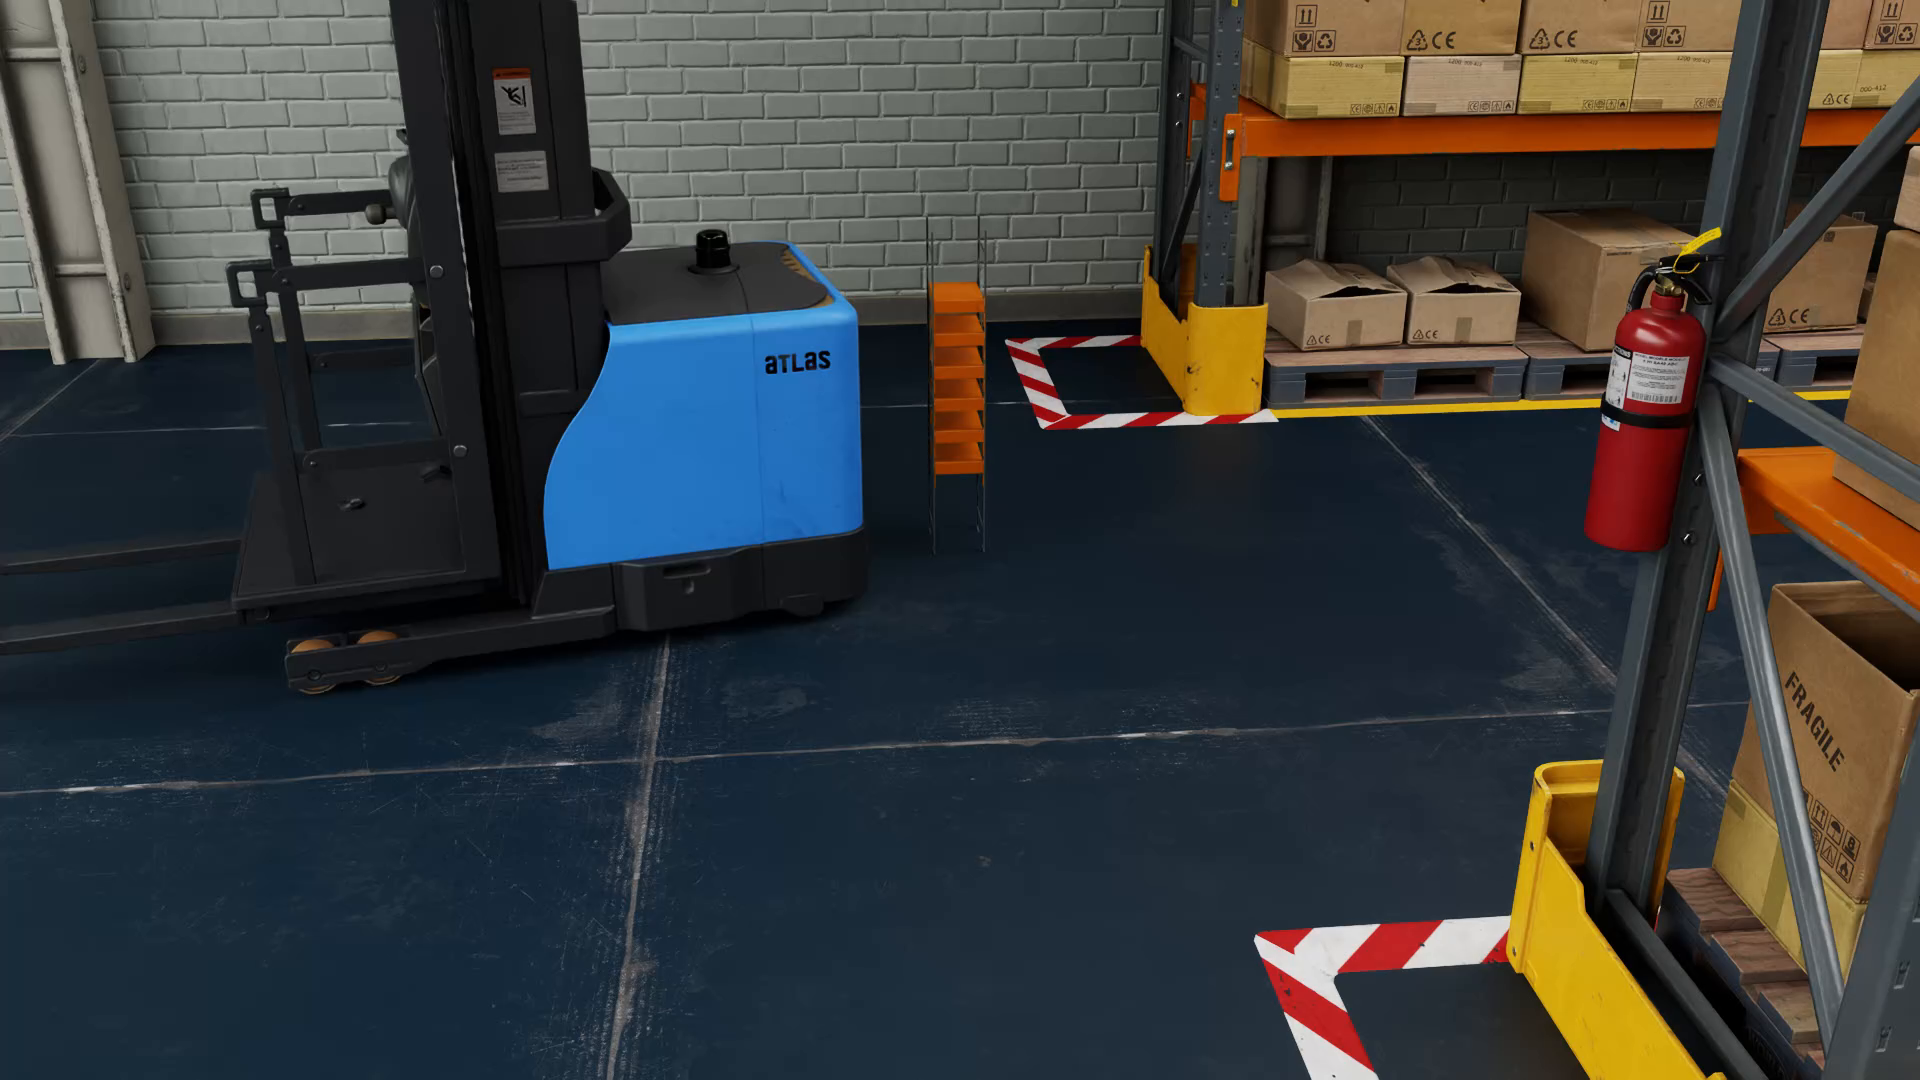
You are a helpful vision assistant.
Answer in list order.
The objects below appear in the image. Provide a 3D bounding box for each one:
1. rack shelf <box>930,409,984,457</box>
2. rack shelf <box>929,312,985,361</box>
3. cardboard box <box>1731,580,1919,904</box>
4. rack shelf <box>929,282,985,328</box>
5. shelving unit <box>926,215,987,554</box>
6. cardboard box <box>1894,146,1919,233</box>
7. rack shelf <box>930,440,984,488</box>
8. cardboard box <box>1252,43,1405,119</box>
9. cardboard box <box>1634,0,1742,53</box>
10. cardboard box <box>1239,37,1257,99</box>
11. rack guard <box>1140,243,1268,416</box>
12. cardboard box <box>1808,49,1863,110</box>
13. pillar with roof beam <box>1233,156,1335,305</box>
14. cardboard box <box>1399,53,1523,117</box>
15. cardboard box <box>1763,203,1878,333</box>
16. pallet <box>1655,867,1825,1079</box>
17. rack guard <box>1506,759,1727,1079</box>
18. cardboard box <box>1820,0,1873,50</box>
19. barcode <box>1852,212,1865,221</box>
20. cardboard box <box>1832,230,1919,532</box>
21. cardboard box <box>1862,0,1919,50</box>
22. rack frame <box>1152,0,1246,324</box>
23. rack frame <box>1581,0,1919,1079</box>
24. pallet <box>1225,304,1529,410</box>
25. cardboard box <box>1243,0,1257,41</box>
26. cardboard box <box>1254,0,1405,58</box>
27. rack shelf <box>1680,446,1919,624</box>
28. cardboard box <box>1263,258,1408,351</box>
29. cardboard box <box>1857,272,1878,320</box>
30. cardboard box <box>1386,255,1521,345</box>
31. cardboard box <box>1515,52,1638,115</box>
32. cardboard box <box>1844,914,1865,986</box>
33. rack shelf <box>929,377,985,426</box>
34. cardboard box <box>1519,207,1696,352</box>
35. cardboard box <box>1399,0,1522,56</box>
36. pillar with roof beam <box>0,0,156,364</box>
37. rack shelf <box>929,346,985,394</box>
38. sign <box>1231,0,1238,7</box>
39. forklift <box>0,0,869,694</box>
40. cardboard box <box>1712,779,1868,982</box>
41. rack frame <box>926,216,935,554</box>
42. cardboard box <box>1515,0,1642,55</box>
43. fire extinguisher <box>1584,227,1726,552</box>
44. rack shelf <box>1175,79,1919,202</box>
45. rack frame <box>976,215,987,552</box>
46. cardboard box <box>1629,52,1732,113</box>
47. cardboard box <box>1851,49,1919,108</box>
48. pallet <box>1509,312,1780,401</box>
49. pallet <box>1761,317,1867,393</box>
[{"bbox_3d":[-0.014,-0.397,6.072,0.180,0.103,0.258,-2,24,-5],"label":"rack shelf"},{"bbox_3d":[-0.014,-0.726,5.926,0.180,0.103,0.258,-2,24,-5],"label":"rack shelf"},{"bbox_3d":[2.066,0.414,3.570,0.500,0.500,0.500,-2,24,-5],"label":"cardboard box"},{"bbox_3d":[-0.014,-0.836,5.877,0.180,0.103,0.258,-2,24,-5],"label":"rack shelf"},{"bbox_3d":[-0.014,-0.548,6.005,0.189,1.200,0.258,-2,24,-5],"label":"shelving unit"},{"bbox_3d":[1.923,-0.601,2.986,0.250,0.149,0.380,-3,24,-6],"label":"cardboard box"},{"bbox_3d":[-0.014,-0.288,6.121,0.180,0.103,0.258,-2,24,-5],"label":"rack shelf"},{"bbox_3d":[1.588,-2.000,7.217,0.500,0.250,0.500,-3,24,-7],"label":"cardboard box"},{"bbox_3d":[3.096,-2.408,7.212,0.500,0.500,0.500,-2,24,-3],"label":"cardboard box"},{"bbox_3d":[1.517,-2.206,7.680,0.500,0.250,0.500,-2,24,-4],"label":"cardboard box"},{"bbox_3d":[1.147,-1.029,7.950,0.348,0.500,1.175,-2,24,-5],"label":"rack guard"},{"bbox_3d":[3.614,-2.084,7.406,0.500,0.250,0.500,-2,24,-5],"label":"cardboard box"},{"bbox_3d":[2.106,-3.547,3.151,0.400,9.000,9.100,-2,24,-5],"label":"pillar with roof beam"},{"bbox_3d":[2.103,-2.027,7.276,0.500,0.250,0.500,-3,24,-7],"label":"cardboard box"},{"bbox_3d":[4.023,-1.329,8.083,0.500,0.500,0.500,-4,24,-9],"label":"cardboard box"},{"bbox_3d":[2.319,1.061,3.604,1.213,0.211,1.003,-2,24,-5],"label":"pallet"},{"bbox_3d":[1.538,0.977,3.436,0.348,0.500,1.175,-2,24,-5],"label":"rack guard"},{"bbox_3d":[3.613,-2.429,7.259,0.500,0.500,0.500,-3,24,-7],"label":"cardboard box"},{"bbox_3d":[4.491,-1.608,8.317,0.075,0.075,0.001,-2,24,-5],"label":"barcode"},{"bbox_3d":[2.027,-0.225,2.941,0.500,0.500,0.700,-2,24,-5],"label":"cardboard box"},{"bbox_3d":[4.115,-2.445,7.295,0.500,0.500,0.500,-2,24,-5],"label":"cardboard box"},{"bbox_3d":[1.071,-2.168,7.435,0.127,3.000,1.000,-2,24,-5],"label":"rack frame"},{"bbox_3d":[1.562,-0.166,2.931,0.127,3.000,1.000,-2,24,-5],"label":"rack frame"},{"bbox_3d":[1.959,-0.915,8.049,1.213,0.211,1.003,-2,24,-5],"label":"pallet"},{"bbox_3d":[1.519,-2.556,7.545,0.500,0.500,0.500,-3,24,-6],"label":"cardboard box"},{"bbox_3d":[1.576,-2.349,7.079,0.500,0.500,0.500,-2,24,-5],"label":"cardboard box"},{"bbox_3d":[3.552,0.083,3.256,4.000,0.370,1.077,-2,24,-5],"label":"rack shelf"},{"bbox_3d":[1.768,-1.132,7.872,0.500,0.311,0.500,-5,24,-11],"label":"cardboard box"},{"bbox_3d":[4.522,-1.201,8.205,0.250,0.166,0.380,-5,25,-12],"label":"cardboard box"},{"bbox_3d":[2.336,-1.155,7.923,0.500,0.311,0.500,0,24,-1],"label":"cardboard box"},{"bbox_3d":[2.611,-2.044,7.317,0.500,0.250,0.500,-3,24,-6],"label":"cardboard box"},{"bbox_3d":[2.117,0.967,3.250,0.500,0.250,0.500,-2,24,-5],"label":"cardboard box"},{"bbox_3d":[-0.014,-0.507,6.023,0.180,0.103,0.258,-2,24,-5],"label":"rack shelf"},{"bbox_3d":[3.071,-1.250,7.905,0.500,0.500,0.700,-4,24,-8],"label":"cardboard box"},{"bbox_3d":[2.068,-2.365,7.114,0.500,0.500,0.500,-2,24,-5],"label":"cardboard box"},{"bbox_3d":[-3.865,-3.308,2.612,0.400,9.000,9.100,-2,24,-5],"label":"pillar with roof beam"},{"bbox_3d":[-0.014,-0.617,5.974,0.180,0.103,0.258,-2,24,-5],"label":"rack shelf"},{"bbox_3d":[1.125,-2.345,6.766,0.005,0.325,0.100,-2,24,-5],"label":"sign"},{"bbox_3d":[-1.889,-1.101,5.118,3.031,2.935,1.130,-7,25,-16],"label":"forklift"},{"bbox_3d":[2.066,0.758,3.721,0.500,0.250,0.500,-2,24,-5],"label":"cardboard box"},{"bbox_3d":[-0.105,-0.544,5.997,0.006,1.200,0.240,-2,24,-5],"label":"rack frame"},{"bbox_3d":[2.583,-2.383,7.155,0.500,0.500,0.500,-3,24,-7],"label":"cardboard box"},{"bbox_3d":[1.398,-0.314,3.358,0.183,0.674,0.296,-2,24,-5],"label":"fire extinguisher"},{"bbox_3d":[3.061,-1.919,7.761,4.000,0.370,1.077,-2,24,-5],"label":"rack shelf"},{"bbox_3d":[0.077,-0.551,6.013,0.006,1.200,0.240,-2,24,-5],"label":"rack frame"},{"bbox_3d":[3.114,-2.064,7.360,0.500,0.250,0.500,-2,24,-5],"label":"cardboard box"},{"bbox_3d":[4.113,-2.111,7.465,0.500,0.250,0.500,-2,24,-5],"label":"cardboard box"},{"bbox_3d":[3.170,-0.963,8.156,1.213,0.211,1.003,-2,24,-5],"label":"pallet"},{"bbox_3d":[4.387,-1.013,8.268,1.213,0.211,1.003,-2,24,-5],"label":"pallet"}]
